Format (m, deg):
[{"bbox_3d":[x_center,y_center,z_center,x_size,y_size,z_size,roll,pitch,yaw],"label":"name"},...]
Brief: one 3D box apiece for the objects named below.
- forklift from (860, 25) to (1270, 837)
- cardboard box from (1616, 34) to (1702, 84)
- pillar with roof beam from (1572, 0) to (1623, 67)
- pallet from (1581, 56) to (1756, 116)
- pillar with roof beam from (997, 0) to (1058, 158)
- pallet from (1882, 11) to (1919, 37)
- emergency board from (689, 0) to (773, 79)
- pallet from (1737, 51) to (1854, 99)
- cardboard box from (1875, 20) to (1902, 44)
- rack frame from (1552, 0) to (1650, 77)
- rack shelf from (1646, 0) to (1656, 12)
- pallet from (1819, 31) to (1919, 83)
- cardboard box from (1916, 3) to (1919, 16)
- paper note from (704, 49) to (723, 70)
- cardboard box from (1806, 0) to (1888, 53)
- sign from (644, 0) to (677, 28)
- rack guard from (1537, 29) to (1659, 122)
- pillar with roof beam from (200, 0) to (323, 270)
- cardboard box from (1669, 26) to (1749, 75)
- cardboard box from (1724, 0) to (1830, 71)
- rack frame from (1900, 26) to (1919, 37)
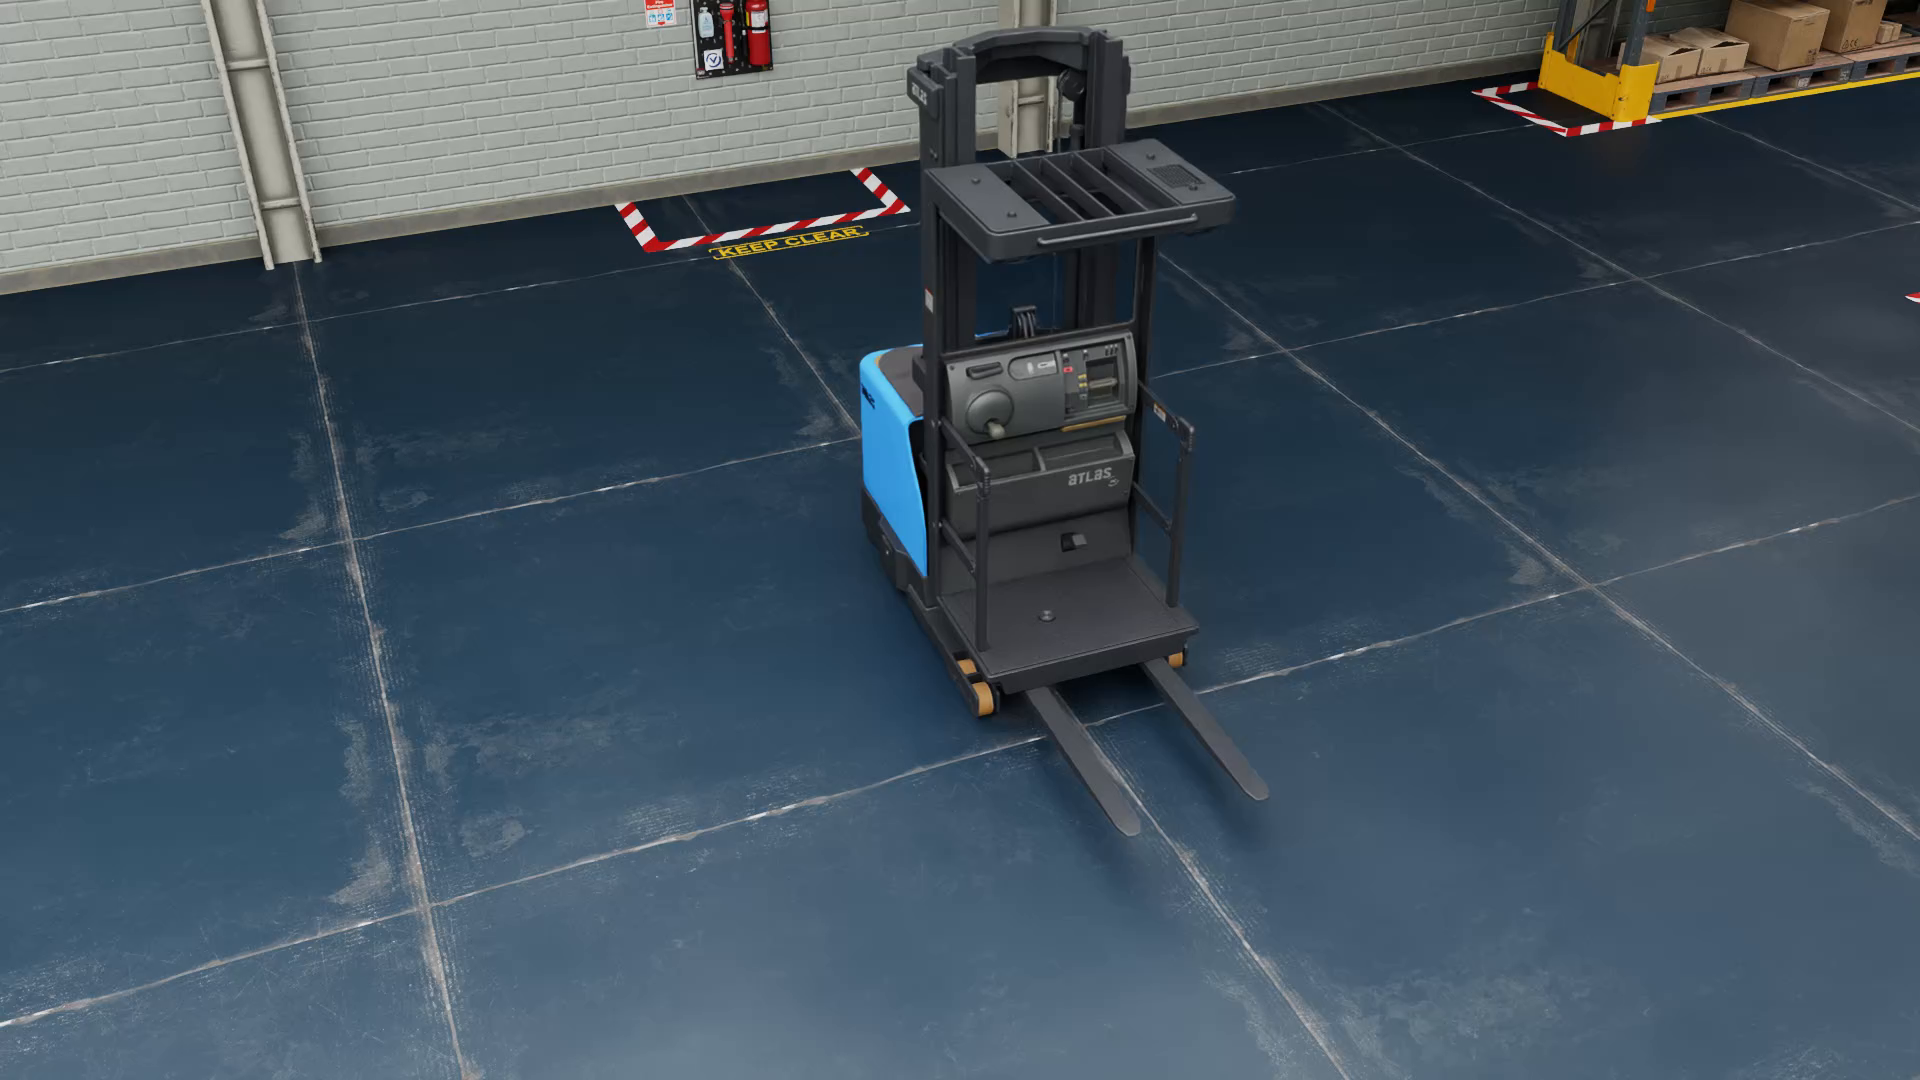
[{"bbox_3d":[0.463,-0.651,7.480,1.130,2.935,3.031,-12,35,-18],"label":"forklift"},{"bbox_3d":[6.453,-4.470,15.349,0.500,0.311,0.500,-17,37,-24],"label":"cardboard box"},{"bbox_3d":[7.757,-6.244,10.513,0.400,9.000,9.100,-13,35,-19],"label":"pillar with roof beam"},{"bbox_3d":[6.613,-4.312,15.602,1.213,0.211,1.003,-13,35,-19],"label":"pallet"},{"bbox_3d":[2.225,-4.977,8.566,0.400,9.000,9.100,-13,35,-19],"label":"pillar with roof beam"},{"bbox_3d":[10.186,-5.152,16.893,1.213,0.211,1.003,-13,35,-19],"label":"pallet"},{"bbox_3d":[-1.735,-4.125,12.757,0.643,1.169,0.194,-13,35,-19],"label":"emergency board"},{"bbox_3d":[7.736,-4.568,15.995,1.213,0.211,1.003,-13,35,-19],"label":"pallet"},{"bbox_3d":[8.987,-5.025,16.335,0.250,0.166,0.380,-18,37,-25],"label":"cardboard box"},{"bbox_3d":[5.780,-5.311,14.581,0.127,3.000,1.000,-13,35,-19],"label":"rack frame"},{"bbox_3d":[7.624,-5.432,15.426,4.000,0.370,1.077,-13,35,-19],"label":"rack shelf"},{"bbox_3d":[8.863,-4.828,16.394,1.213,0.211,1.003,-13,35,-19],"label":"pallet"},{"bbox_3d":[10.141,-5.456,16.692,0.500,0.500,0.700,-12,35,-17],"label":"cardboard box"},{"bbox_3d":[-1.925,-3.753,12.993,0.142,0.148,0.016,-13,35,-19],"label":"paper note"},{"bbox_3d":[8.527,-5.053,16.073,0.500,0.500,0.500,-16,36,-22],"label":"cardboard box"},{"bbox_3d":[-2.284,-4.075,12.648,0.234,0.329,0.001,-13,35,-19],"label":"sign"},{"bbox_3d":[5.850,-4.280,15.287,0.348,0.500,1.175,-13,35,-19],"label":"rack guard"},{"bbox_3d":[-3.307,-3.710,6.619,0.400,9.000,9.100,-13,35,-19],"label":"pillar with roof beam"},{"bbox_3d":[6.979,-4.590,15.534,0.500,0.311,0.500,-10,34,-15],"label":"cardboard box"},{"bbox_3d":[7.674,-4.799,15.682,0.500,0.500,0.700,-15,36,-22],"label":"cardboard box"},{"bbox_3d":[9.468,-6.156,15.879,0.127,3.000,1.000,-13,35,-19],"label":"rack frame"}]
